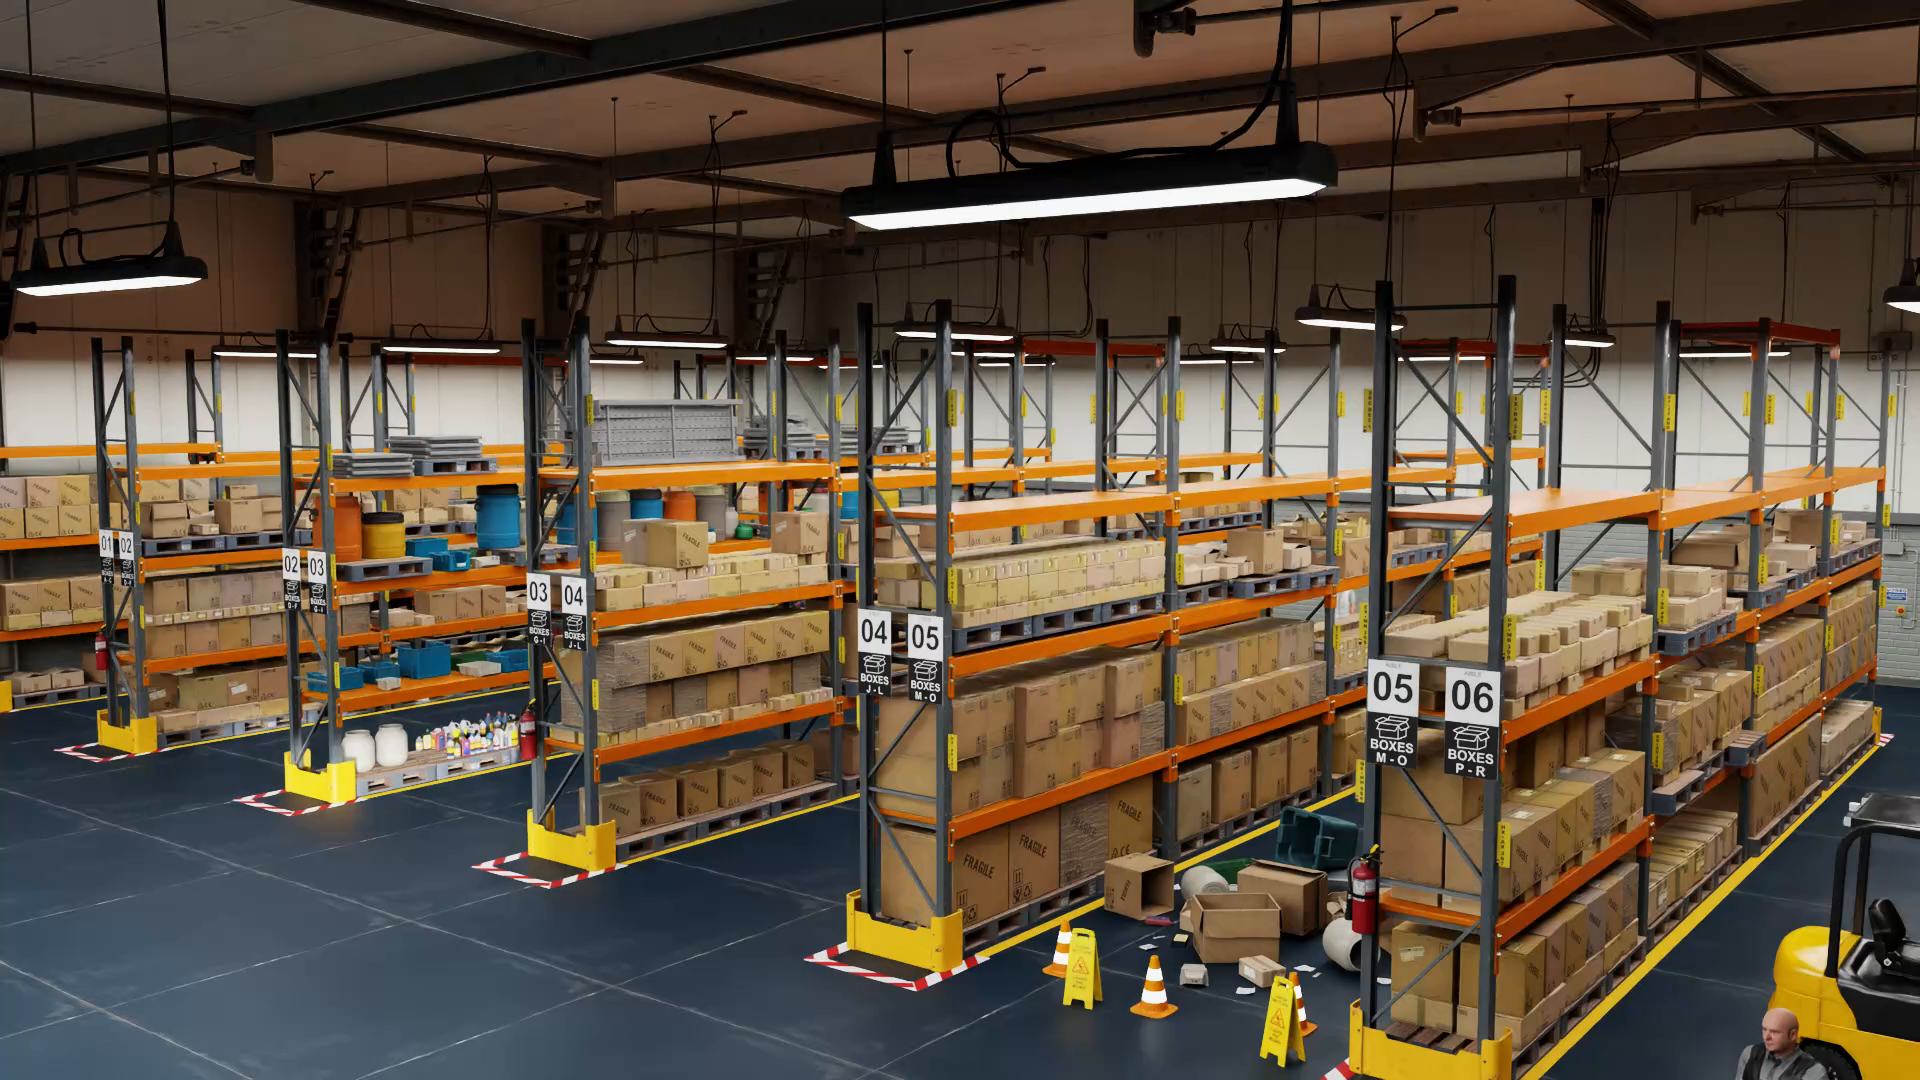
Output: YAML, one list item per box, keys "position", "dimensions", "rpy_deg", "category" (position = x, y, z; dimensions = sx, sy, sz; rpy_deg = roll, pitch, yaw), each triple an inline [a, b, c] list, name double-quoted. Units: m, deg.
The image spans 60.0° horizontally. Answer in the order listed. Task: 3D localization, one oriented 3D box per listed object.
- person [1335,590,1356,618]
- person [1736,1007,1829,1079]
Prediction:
- position: [7.237, 1.518, 31.618]
  dimensions: [0.544, 1.751, 0.969]
  rpy_deg: [2, 5, 24]
  category: "person"
- position: [4.581, 3.483, 9.401]
  dimensions: [0.926, 1.680, 0.580]
  rpy_deg: [-2, 6, -26]
  category: "person"
